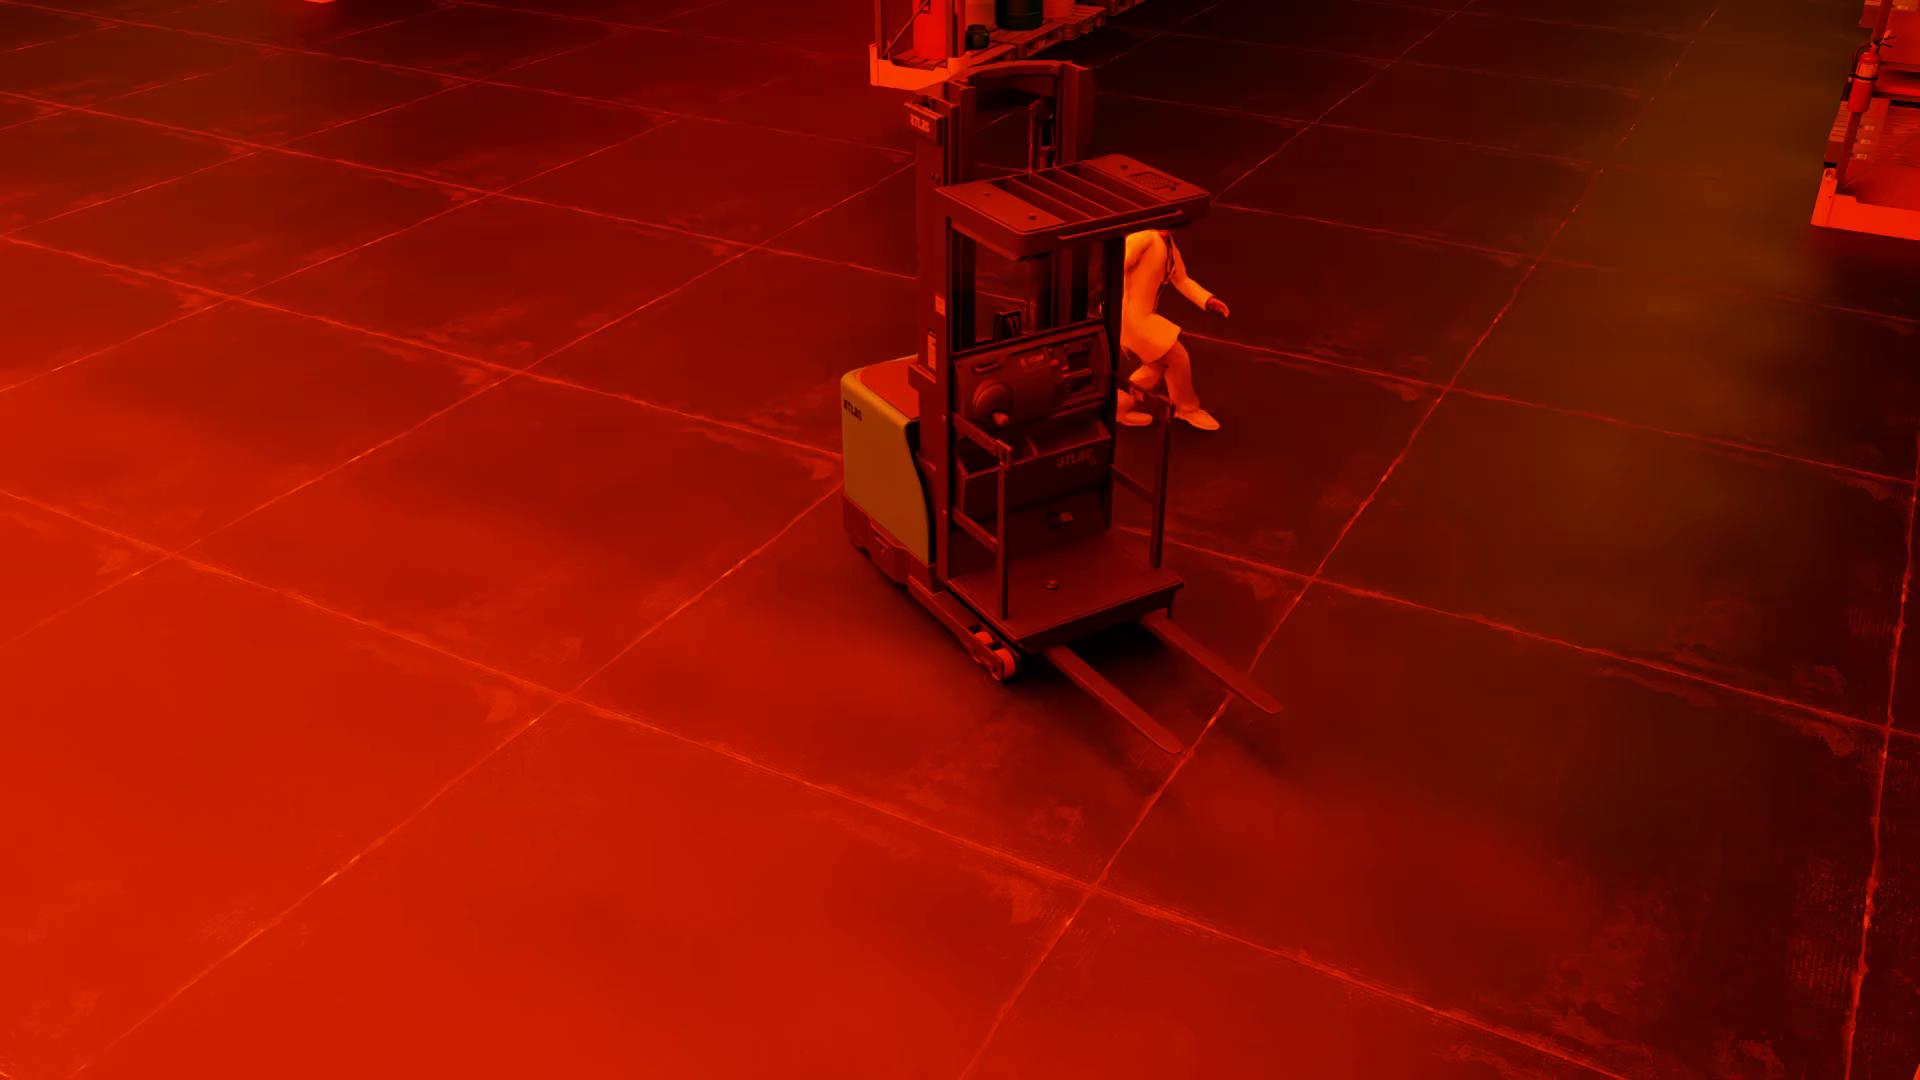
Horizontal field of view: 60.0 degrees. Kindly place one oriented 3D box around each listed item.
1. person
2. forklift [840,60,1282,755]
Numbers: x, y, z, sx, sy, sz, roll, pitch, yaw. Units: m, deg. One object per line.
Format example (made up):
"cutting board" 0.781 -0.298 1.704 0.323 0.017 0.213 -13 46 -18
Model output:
"person" 1.332 -1.418 10.870 0.831 1.616 0.808 6 31 11
"forklift" 0.498 -0.800 8.456 1.130 2.935 3.031 -17 34 -27
